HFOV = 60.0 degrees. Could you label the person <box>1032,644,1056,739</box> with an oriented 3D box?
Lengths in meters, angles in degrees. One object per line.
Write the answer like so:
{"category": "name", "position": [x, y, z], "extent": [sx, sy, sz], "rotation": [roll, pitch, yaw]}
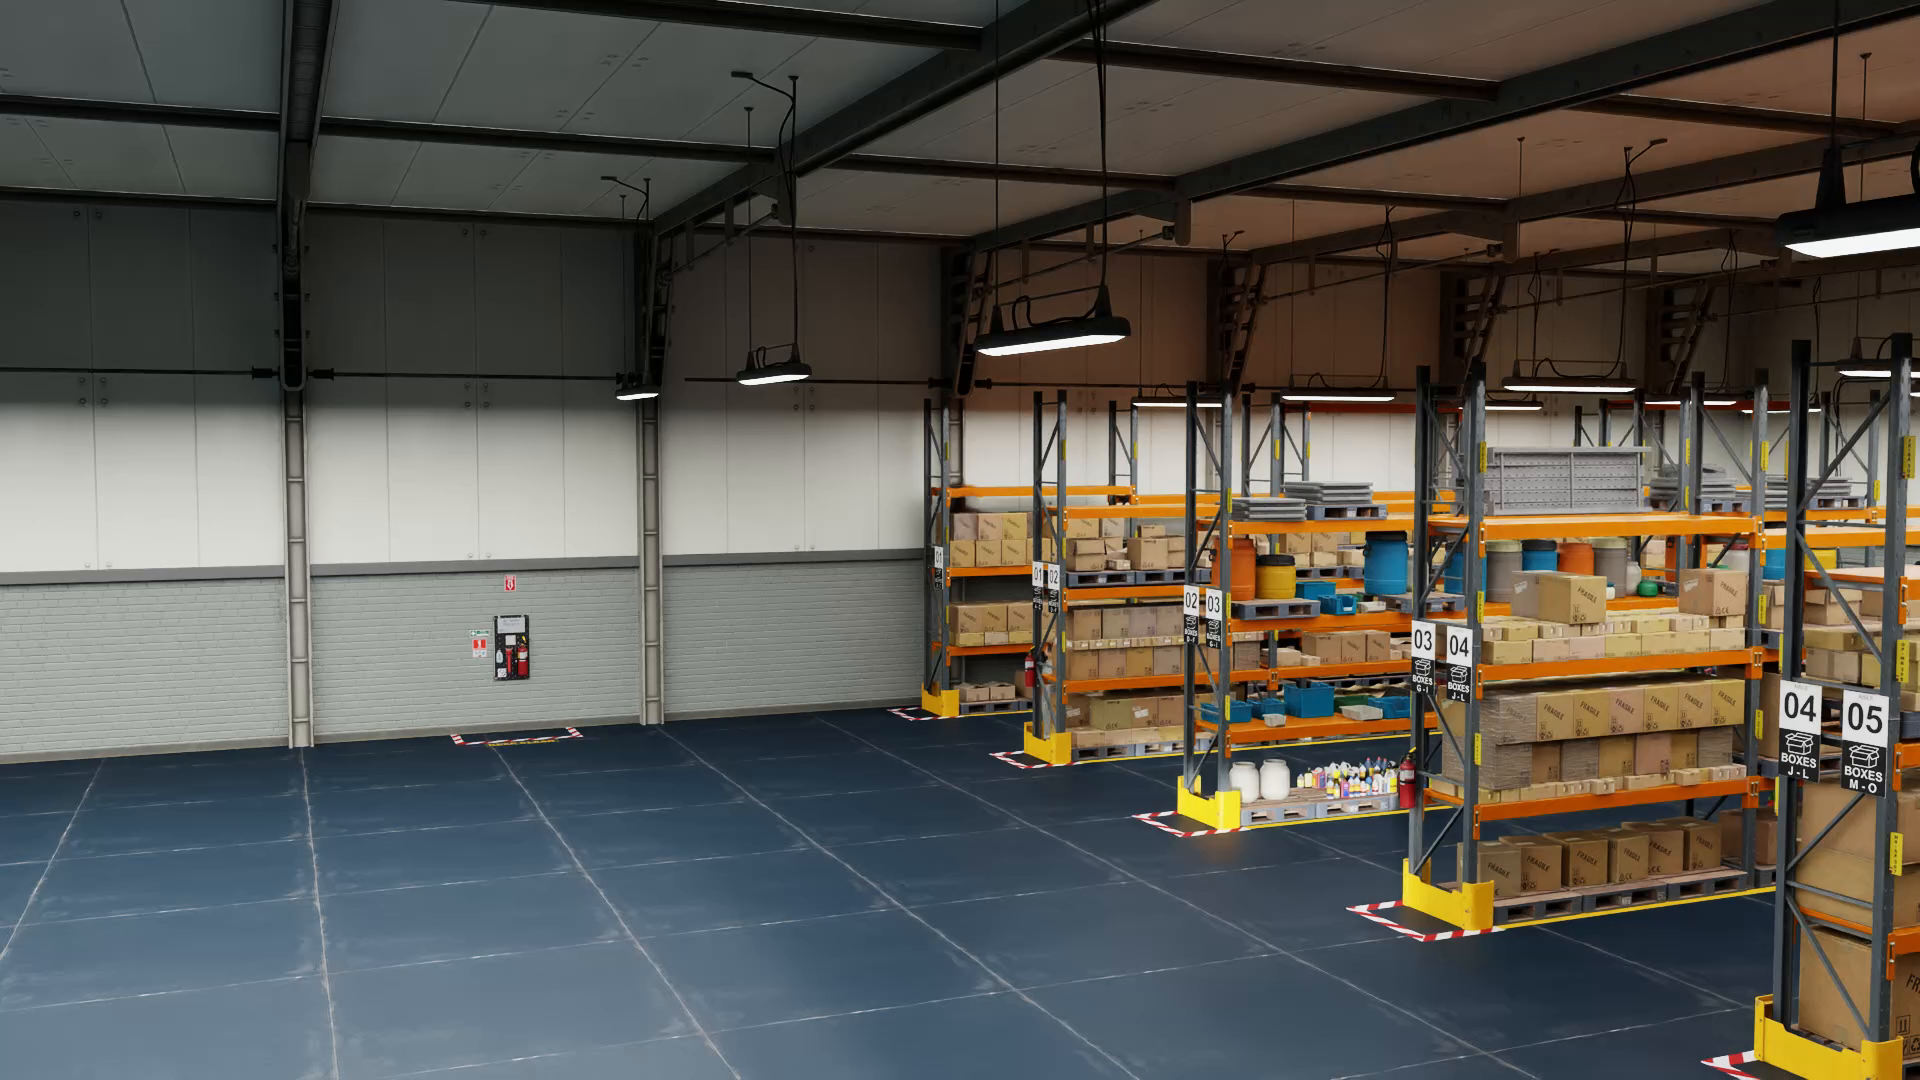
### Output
{"category": "person", "position": [1.472, 2.627, 28.964], "extent": [0.521, 1.665, 0.531], "rotation": [-1, 3, -16]}

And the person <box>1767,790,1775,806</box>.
{"category": "person", "position": [10.952, 2.955, 22.382], "extent": [0.975, 1.743, 0.674], "rotation": [-2, 4, -25]}
